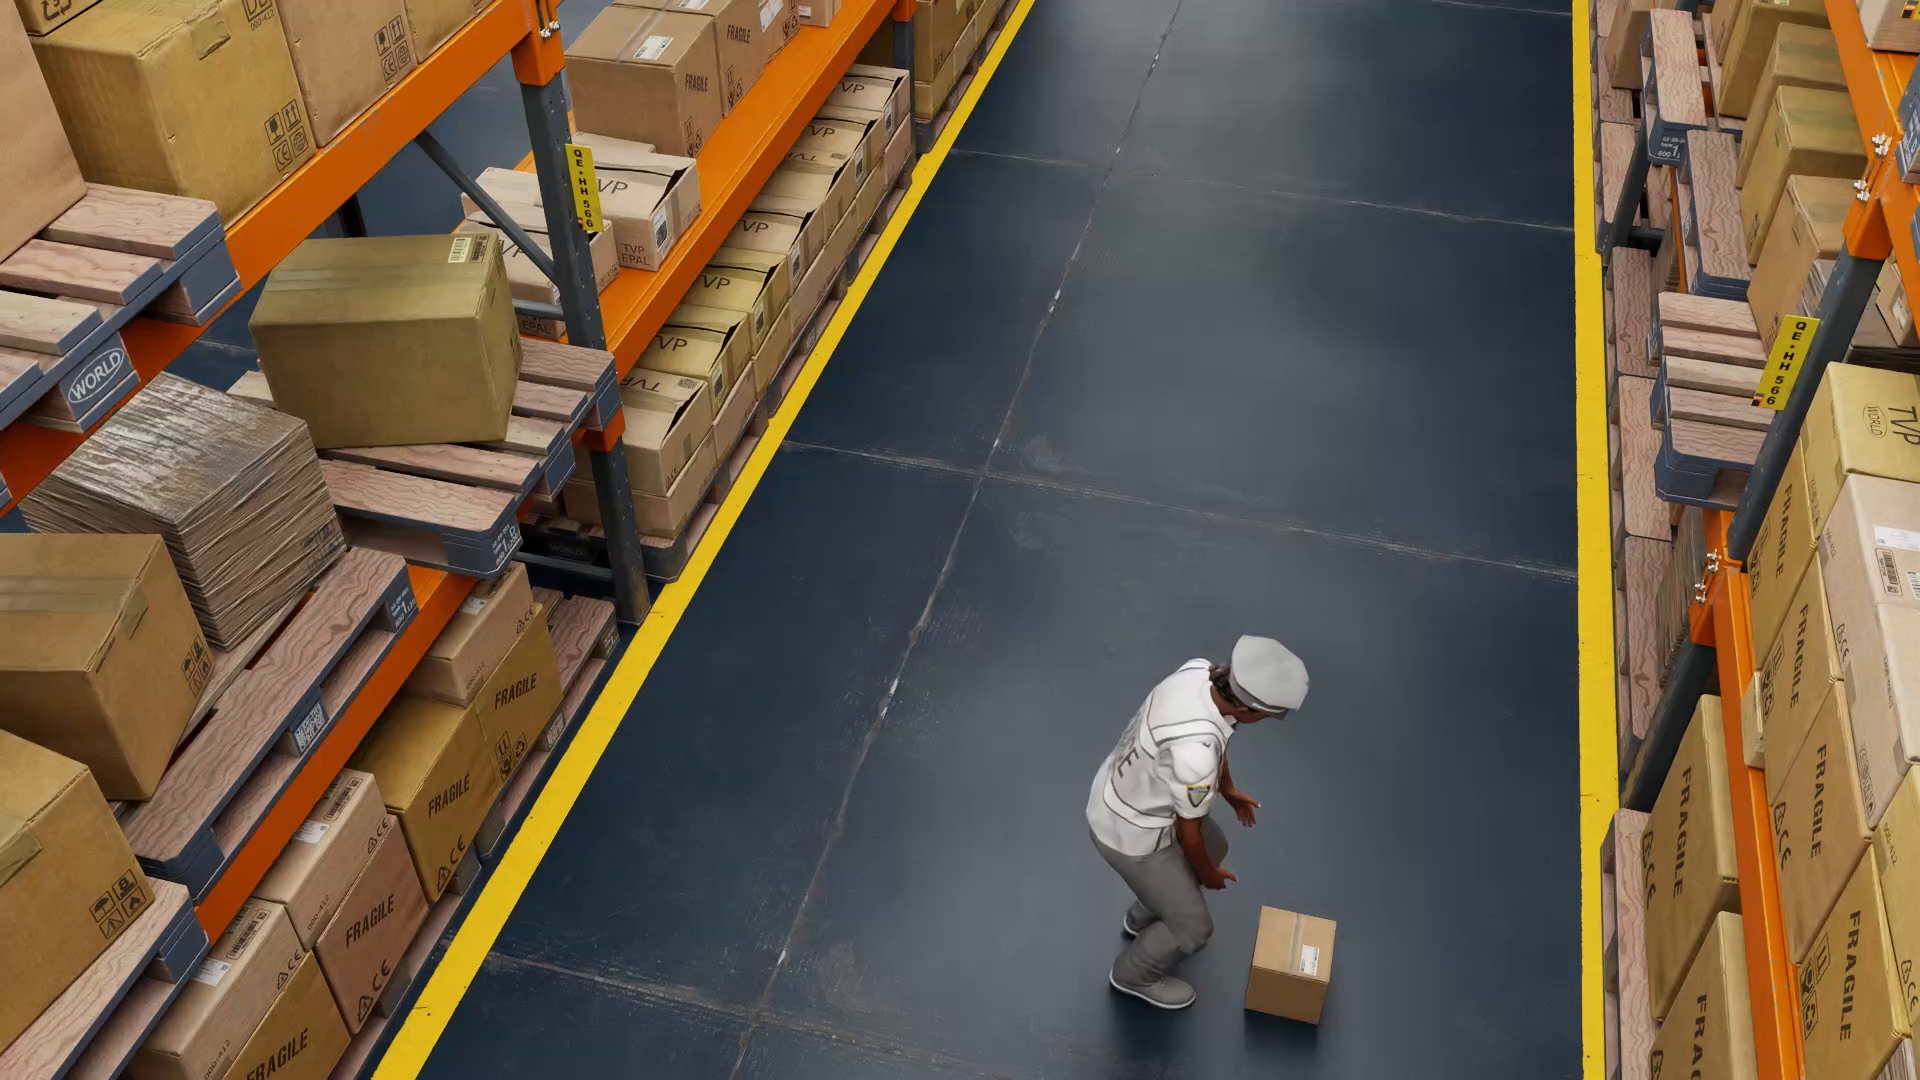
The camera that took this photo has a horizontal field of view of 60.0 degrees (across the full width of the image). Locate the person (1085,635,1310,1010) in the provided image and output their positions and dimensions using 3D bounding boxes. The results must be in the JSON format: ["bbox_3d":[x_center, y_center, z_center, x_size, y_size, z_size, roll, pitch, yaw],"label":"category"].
[{"bbox_3d":[0.713,0.878,5.285,0.607,1.508,0.487,11,42,12],"label":"person"}]
